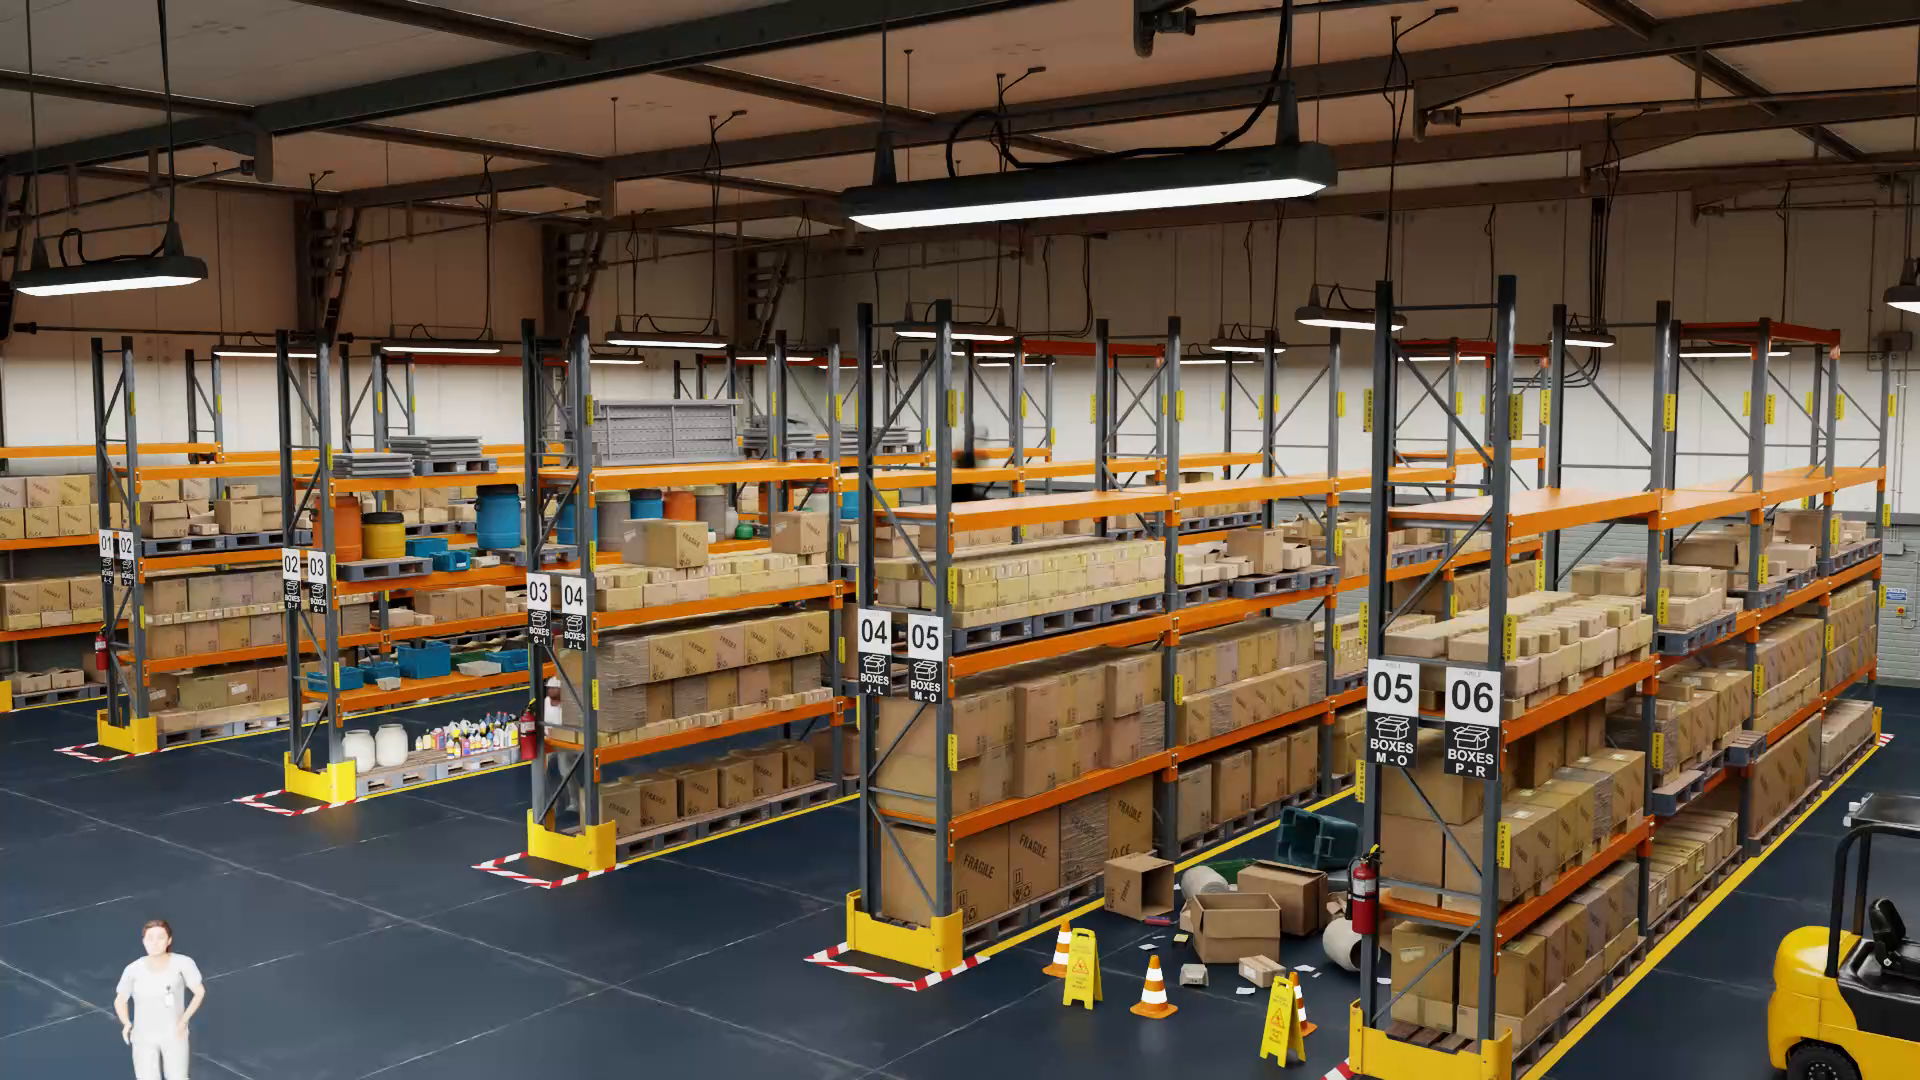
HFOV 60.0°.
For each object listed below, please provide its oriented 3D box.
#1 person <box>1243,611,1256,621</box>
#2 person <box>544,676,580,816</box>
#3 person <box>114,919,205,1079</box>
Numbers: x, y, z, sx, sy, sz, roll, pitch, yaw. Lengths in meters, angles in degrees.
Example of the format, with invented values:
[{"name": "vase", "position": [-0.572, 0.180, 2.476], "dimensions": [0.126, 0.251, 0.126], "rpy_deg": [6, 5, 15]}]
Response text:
[{"name": "person", "position": [4.236, 1.924, 24.290], "dimensions": [0.740, 1.883, 0.770], "rpy_deg": [4, 6, 40]}, {"name": "person", "position": [-4.900, 2.532, 20.218], "dimensions": [0.669, 1.786, 0.809], "rpy_deg": [2, 5, 21]}, {"name": "person", "position": [-5.440, 3.370, 11.313], "dimensions": [0.562, 1.617, 0.593], "rpy_deg": [-2, 5, -18]}]
